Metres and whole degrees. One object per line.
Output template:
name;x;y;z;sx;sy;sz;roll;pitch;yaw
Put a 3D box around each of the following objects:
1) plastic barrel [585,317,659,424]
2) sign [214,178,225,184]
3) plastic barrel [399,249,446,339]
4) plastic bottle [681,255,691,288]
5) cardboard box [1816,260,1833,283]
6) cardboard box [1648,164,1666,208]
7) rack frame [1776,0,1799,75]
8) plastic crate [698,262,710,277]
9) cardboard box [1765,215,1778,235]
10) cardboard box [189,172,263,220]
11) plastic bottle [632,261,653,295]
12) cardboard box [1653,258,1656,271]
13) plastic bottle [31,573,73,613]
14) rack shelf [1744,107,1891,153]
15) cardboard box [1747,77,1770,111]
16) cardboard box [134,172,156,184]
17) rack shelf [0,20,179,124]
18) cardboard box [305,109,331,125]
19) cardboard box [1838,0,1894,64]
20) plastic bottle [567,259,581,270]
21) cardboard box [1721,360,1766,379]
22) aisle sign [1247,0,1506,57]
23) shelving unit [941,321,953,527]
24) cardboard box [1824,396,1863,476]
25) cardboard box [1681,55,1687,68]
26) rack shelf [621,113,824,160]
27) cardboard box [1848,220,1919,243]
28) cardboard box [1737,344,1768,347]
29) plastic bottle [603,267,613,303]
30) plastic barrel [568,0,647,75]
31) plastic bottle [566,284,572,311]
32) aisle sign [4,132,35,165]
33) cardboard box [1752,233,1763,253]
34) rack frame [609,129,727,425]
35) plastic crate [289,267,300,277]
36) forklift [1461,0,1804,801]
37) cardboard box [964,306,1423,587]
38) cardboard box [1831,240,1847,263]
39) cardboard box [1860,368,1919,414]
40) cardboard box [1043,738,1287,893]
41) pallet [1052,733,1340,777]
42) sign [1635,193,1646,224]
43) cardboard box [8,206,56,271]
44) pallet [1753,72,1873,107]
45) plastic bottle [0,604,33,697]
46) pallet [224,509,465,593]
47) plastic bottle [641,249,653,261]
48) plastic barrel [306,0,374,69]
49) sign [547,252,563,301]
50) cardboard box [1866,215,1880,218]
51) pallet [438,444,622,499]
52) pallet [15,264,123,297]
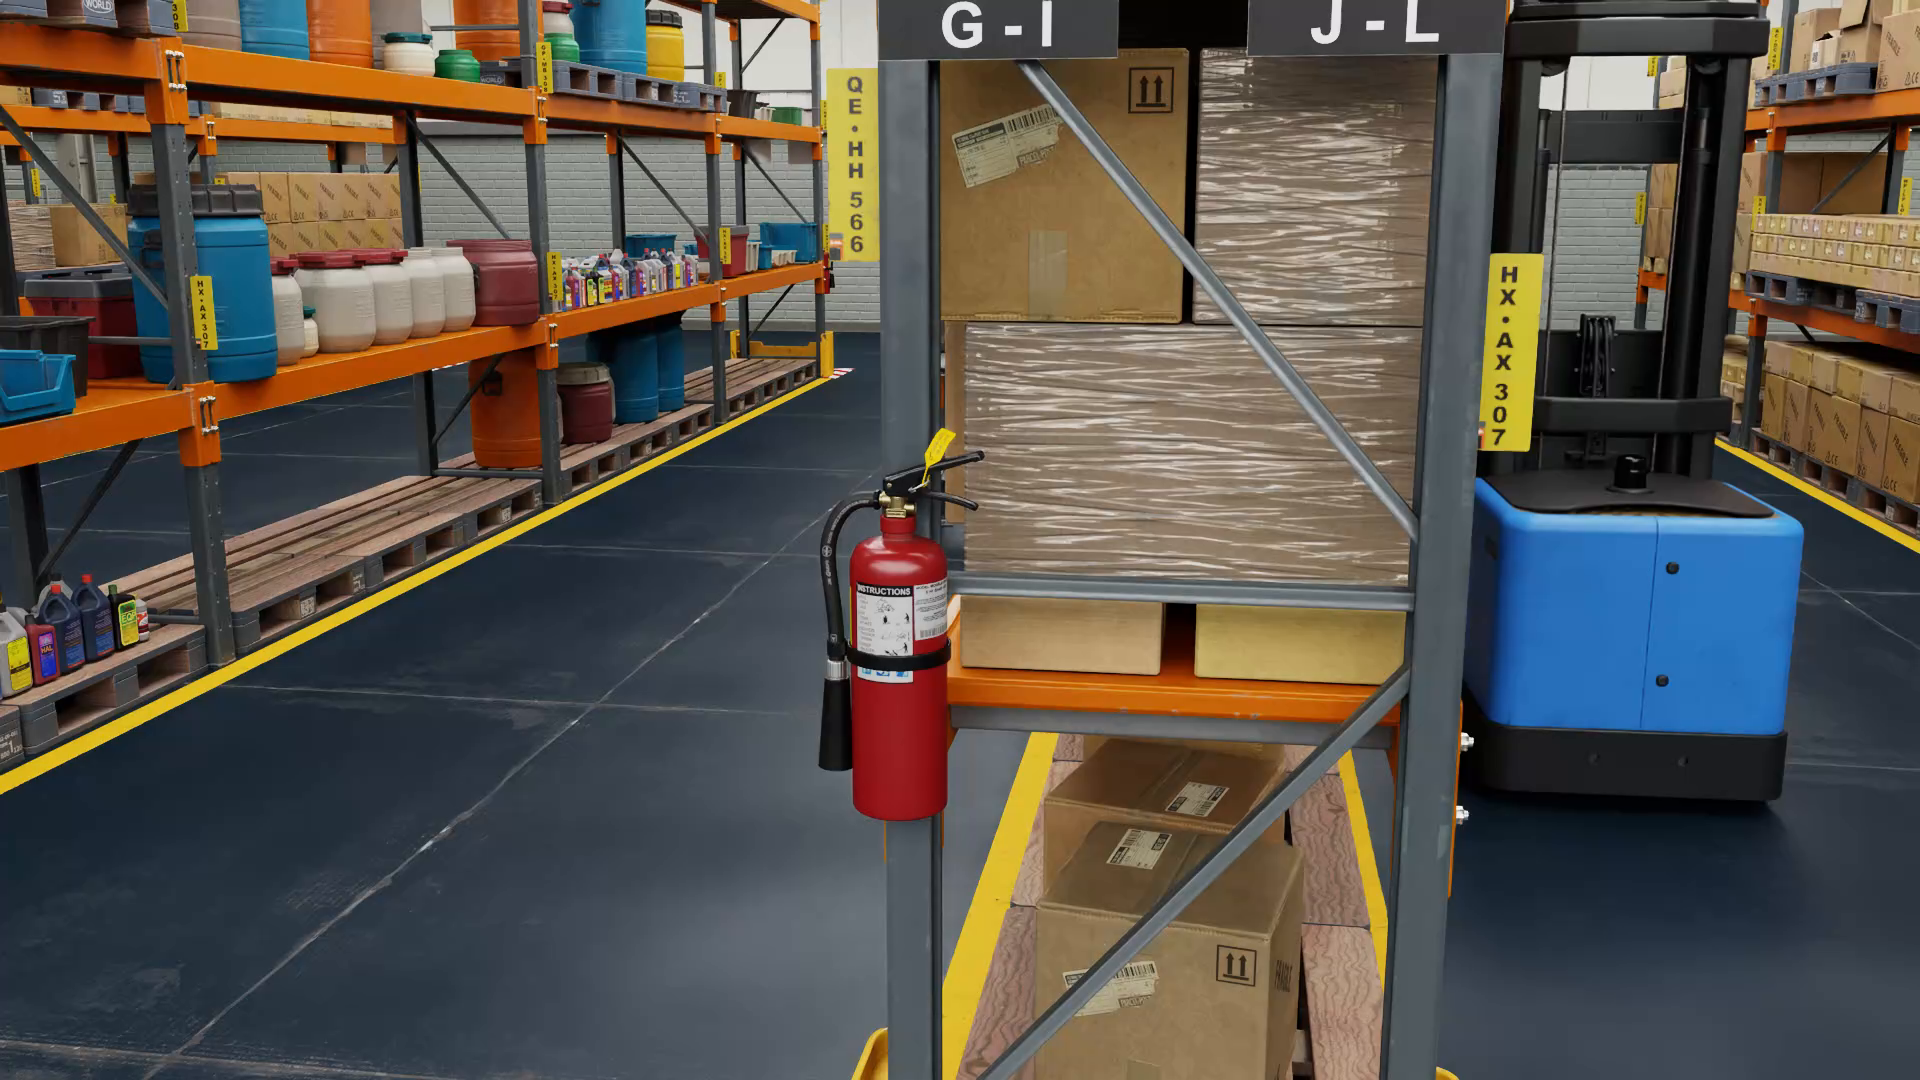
plastic barrel;-2.892;-1.481;14.231;0.600;0.901;0.708;2;12;9
sign;-7.027;-3.272;15.808;0.100;0.325;0.005;2;12;9
plastic barrel;-3.309;-1.475;9.953;0.421;0.512;0.421;0;12;0
plastic bottle;-2.414;-2.363;14.614;0.061;0.283;0.133;2;12;9
cardboard box;6.345;-1.911;11.839;0.380;0.149;0.250;1;12;6
cardboard box;7.381;-3.651;16.996;0.500;0.500;0.500;2;12;8
rack frame;7.097;-5.152;13.041;1.000;3.000;0.127;2;12;9
plastic crate;-2.469;-2.555;15.711;0.396;0.136;0.243;2;12;9
cardboard box;6.545;-2.468;13.011;0.380;0.149;0.250;2;12;10
cardboard box;-7.225;-3.350;16.307;0.500;0.500;0.500;2;12;10
plastic bottle;-2.613;-2.152;13.651;0.152;0.276;0.135;2;12;9
cardboard box;7.341;-2.818;17.048;0.380;0.149;0.250;2;12;11
plastic bottle;-3.869;0.322;7.123;0.144;0.351;0.185;2;12;9
rack shelf;7.405;-3.751;15.365;1.077;0.370;4.000;2;12;9
cardboard box;6.906;-3.724;13.888;0.500;0.250;0.500;2;12;10
cardboard box;-7.754;-3.375;16.421;0.500;0.500;0.500;2;12;9
rack shelf;-4.220;-1.595;5.362;1.077;0.370;4.000;2;12;9
cardboard box;-7.024;-4.522;17.591;0.500;0.250;0.500;2;12;9
cardboard box;6.730;-3.625;11.830;0.797;0.503;0.637;2;12;8
plastic bottle;-3.272;-2.225;13.990;0.152;0.276;0.135;2;12;9
cardboard box;6.926;-1.511;14.744;0.380;0.149;0.250;2;12;8
aisle sign;0.653;-1.152;2.547;0.394;0.787;0.004;2;12;9
shelving unit;0.025;-1.061;10.432;0.431;2.100;0.503;2;12;9
cardboard box;6.474;-0.734;11.718;0.500;0.500;0.500;1;12;6
cardboard box;7.229;-4.668;16.134;0.380;0.149;0.250;2;12;9
rack shelf;-2.375;-4.093;16.953;1.077;0.370;4.000;2;12;9
cardboard box;6.266;-2.090;11.257;0.380;0.149;0.250;2;12;9
cardboard box;7.783;-1.818;16.169;0.380;0.149;0.250;2;12;11
plastic bottle;-2.724;-1.962;12.781;0.097;0.271;0.097;0;12;0
plastic barrel;-2.793;-4.118;13.177;0.600;0.901;0.708;2;12;9
plastic bottle;-2.851;-1.755;11.990;0.097;0.201;0.097;0;12;0
aisle sign;-11.549;-4.992;20.365;0.394;0.787;0.004;2;12;9
cardboard box;6.582;-2.381;13.313;0.380;0.149;0.250;2;12;10
rack frame;-2.682;-2.562;15.261;1.000;3.000;0.127;2;12;9
plastic crate;-3.848;-1.434;9.876;0.402;0.464;0.583;2;12;9
forklift;2.584;-0.767;7.096;1.130;2.935;3.031;1;12;7
cardboard box;0.478;-0.211;3.411;0.875;0.500;0.500;2;12;9
cardboard box;6.304;-2.001;11.553;0.380;0.149;0.250;2;12;10
cardboard box;6.395;-0.993;11.139;0.500;0.250;0.500;2;12;9
cardboard box;0.537;0.858;4.328;0.500;0.500;0.500;5;13;23
pallet;0.913;0.768;6.429;1.003;0.211;1.213;2;12;9
sign;7.176;-3.493;17.527;0.100;0.325;0.005;2;12;9
cardboard box;-7.876;-2.464;13.571;0.700;0.500;0.500;4;13;19
pallet;6.897;-3.469;12.797;1.213;0.211;1.003;2;12;9
plastic bottle;-3.806;0.434;6.604;0.144;0.351;0.185;2;12;8
pallet;-3.645;0.047;9.774;1.003;0.211;1.213;2;12;9
plastic bottle;-2.671;-2.302;14.173;0.144;0.351;0.185;2;12;9
plastic barrel;-3.739;-3.106;9.644;0.600;0.830;0.708;2;12;9
sign;-2.753;-1.793;11.305;0.100;0.325;0.005;2;12;9
cardboard box;7.146;-2.394;12.667;0.380;0.149;0.250;1;12;7
pallet;-3.217;-0.532;12.459;1.003;0.211;1.213;2;12;9
pallet;-7.897;-2.202;14.045;1.003;0.211;1.213;2;12;9
